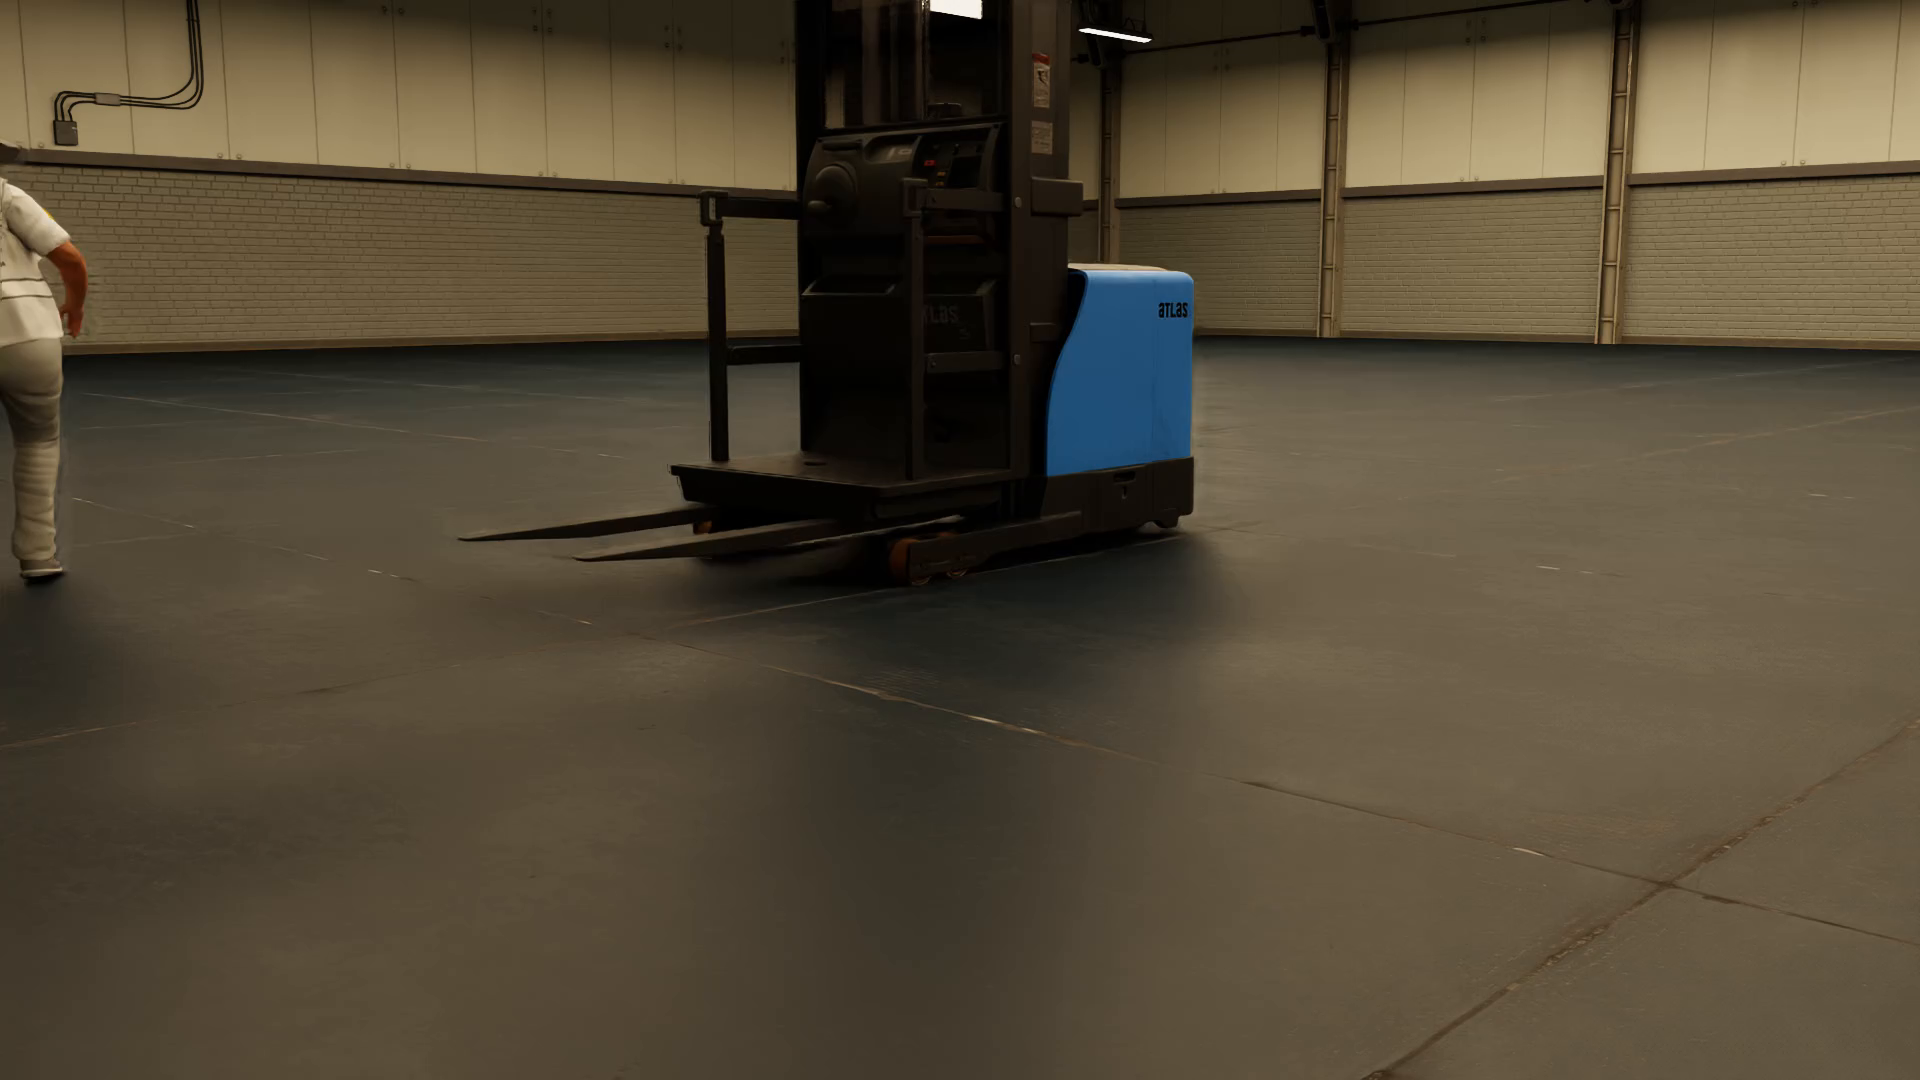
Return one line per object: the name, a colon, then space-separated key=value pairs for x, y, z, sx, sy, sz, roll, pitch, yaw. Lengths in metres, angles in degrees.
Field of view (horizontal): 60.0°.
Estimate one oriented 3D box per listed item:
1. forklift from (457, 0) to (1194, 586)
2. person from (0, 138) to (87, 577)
forklift: x=-0.360 y=-1.375 z=6.005 sx=1.130 sy=2.935 sz=3.031 roll=7 pitch=11 yaw=40
person: x=-3.324 y=-0.622 z=5.614 sx=0.719 sy=1.620 sz=0.611 roll=-4 pitch=9 yaw=-22
